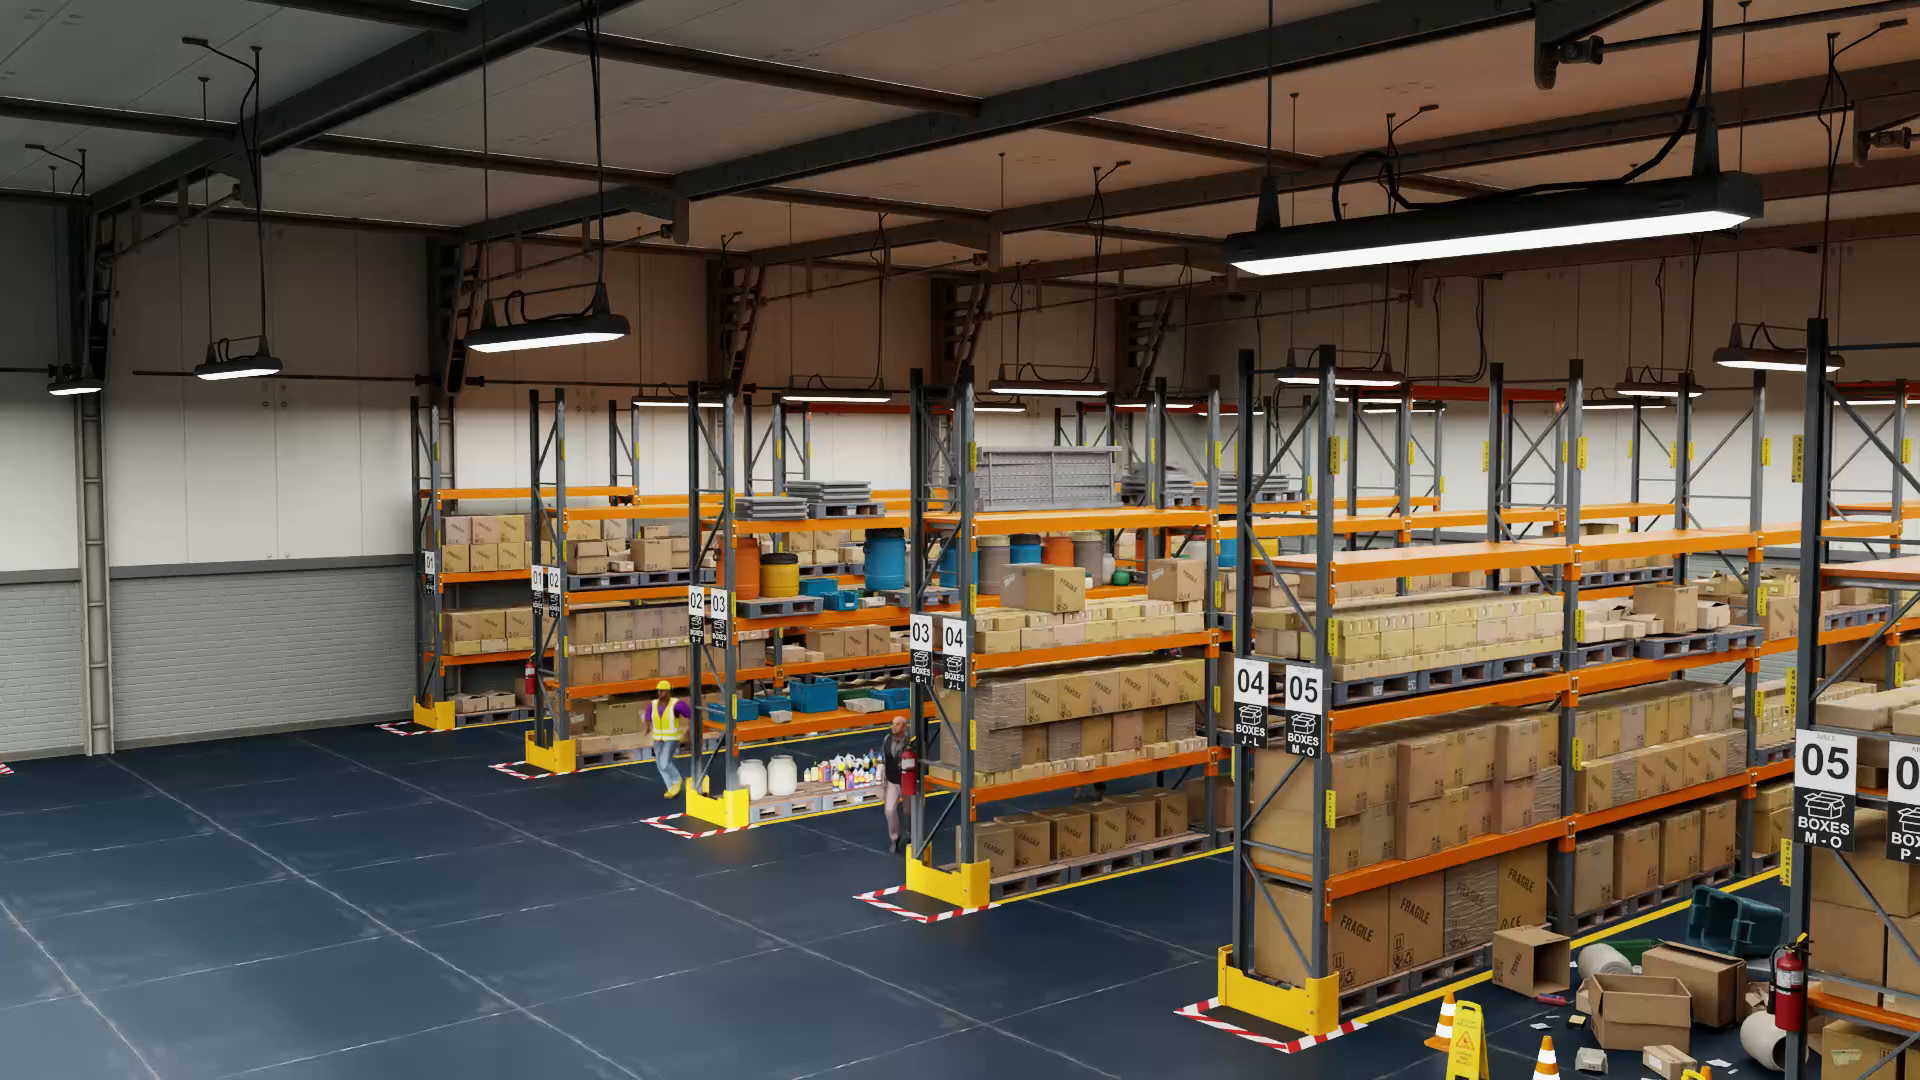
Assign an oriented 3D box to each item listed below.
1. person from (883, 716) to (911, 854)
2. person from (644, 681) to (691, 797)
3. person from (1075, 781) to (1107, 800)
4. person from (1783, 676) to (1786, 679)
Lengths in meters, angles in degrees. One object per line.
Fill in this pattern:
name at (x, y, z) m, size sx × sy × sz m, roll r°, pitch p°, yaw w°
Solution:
person at (-0.747, 3.089, 20.948) m, size 0.659 × 1.759 × 0.801 m, roll 1°, pitch 4°, yaw 21°
person at (-4.243, 2.879, 23.948) m, size 0.682 × 1.715 × 0.700 m, roll 1°, pitch 4°, yaw 20°
person at (1.773, 2.883, 23.806) m, size 0.690 × 1.707 × 0.960 m, roll 3°, pitch 5°, yaw 45°
person at (12.664, 2.867, 25.304) m, size 0.745 × 1.638 × 0.553 m, roll -2°, pitch 4°, yaw -33°
